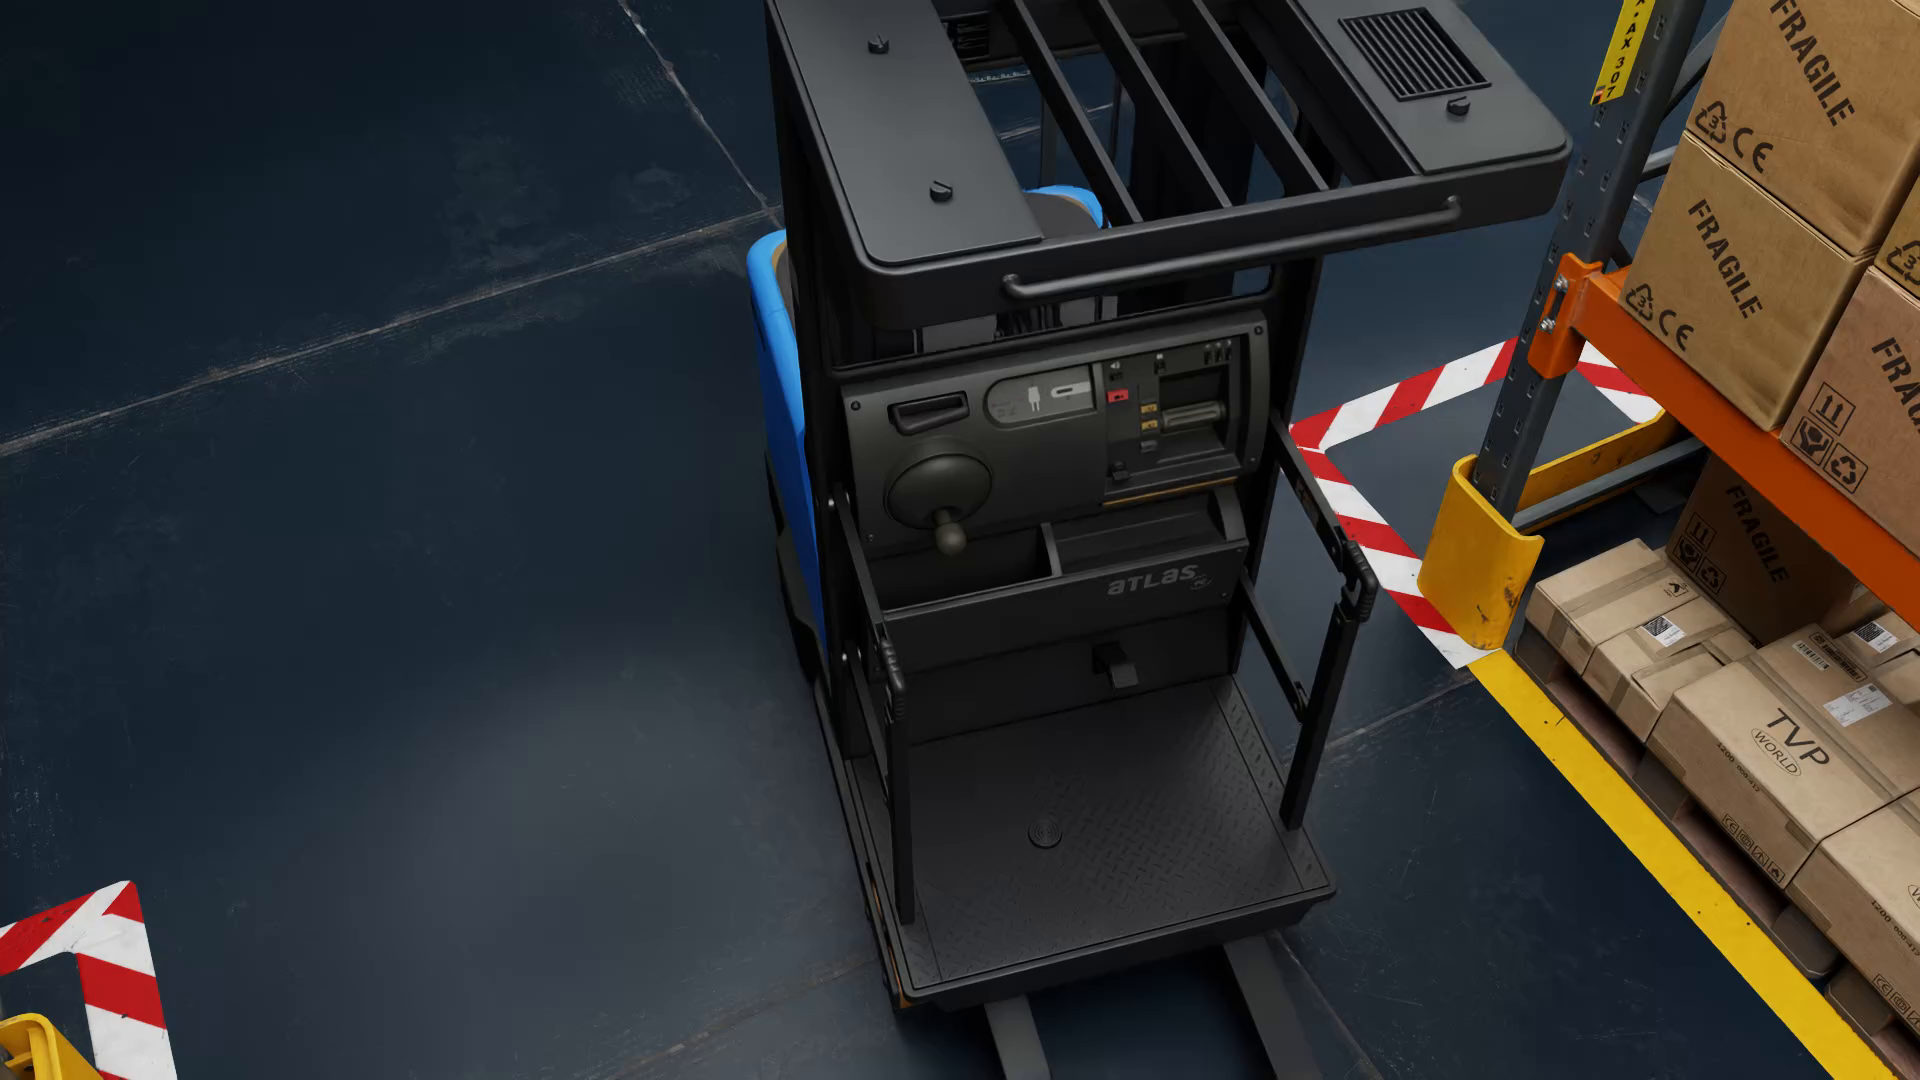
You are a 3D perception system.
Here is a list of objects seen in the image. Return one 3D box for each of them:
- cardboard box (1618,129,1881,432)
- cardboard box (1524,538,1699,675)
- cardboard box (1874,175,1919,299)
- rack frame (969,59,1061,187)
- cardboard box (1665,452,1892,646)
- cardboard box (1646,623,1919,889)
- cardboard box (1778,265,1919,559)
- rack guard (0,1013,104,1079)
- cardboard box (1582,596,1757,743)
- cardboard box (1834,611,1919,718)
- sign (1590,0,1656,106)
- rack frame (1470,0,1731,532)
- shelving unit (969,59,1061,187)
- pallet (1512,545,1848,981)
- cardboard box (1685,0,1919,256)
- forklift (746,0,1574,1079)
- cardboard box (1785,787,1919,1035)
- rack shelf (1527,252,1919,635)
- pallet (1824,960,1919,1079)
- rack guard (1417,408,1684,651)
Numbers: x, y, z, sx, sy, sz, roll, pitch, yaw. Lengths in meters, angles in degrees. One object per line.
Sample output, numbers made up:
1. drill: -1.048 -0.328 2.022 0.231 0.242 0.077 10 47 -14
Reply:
1. cardboard box: 1.919 -0.652 3.761 0.500 0.500 0.500 -20 52 -17
2. cardboard box: 1.836 0.185 4.697 0.380 0.149 0.250 -21 52 -18
3. cardboard box: 2.165 -0.634 3.081 0.500 0.500 0.500 -21 52 -17
4. rack frame: 0.026 -0.803 4.956 0.500 1.500 0.032 -12 50 -10
5. cardboard box: 2.418 -0.050 4.669 0.500 0.500 0.500 -21 52 -18
6. cardboard box: 2.176 0.550 4.311 0.500 0.250 0.500 -21 52 -18
7. cardboard box: 2.160 -0.309 3.461 0.500 0.500 0.500 -22 52 -18
8. rack guard: -2.464 1.509 3.598 1.175 0.500 0.348 -21 52 -18
9. cardboard box: 1.951 0.347 4.544 0.380 0.166 0.250 -21 52 -18
10. cardboard box: 2.523 0.362 4.531 0.380 0.166 0.250 -21 52 -18
11. sign: 1.468 -1.105 3.649 0.100 0.325 0.005 -21 52 -18
12. rack frame: 1.950 -1.007 4.138 1.000 3.000 0.127 -21 52 -18
13. shelving unit: -0.107 -1.172 5.279 0.538 1.500 1.048 -12 50 -10
14. pallet: 2.351 0.495 4.677 1.003 0.211 1.213 -21 52 -18
15. cardboard box: 1.919 -0.981 3.385 0.500 0.500 0.500 -20 52 -16
16. forklift: 0.276 -0.120 3.408 1.130 2.935 3.031 -12 50 -10
17. cardboard box: 2.405 0.884 4.018 0.500 0.250 0.500 -21 52 -18
18. rack shelf: 2.866 0.568 3.238 1.077 0.370 4.000 -21 52 -18
19. pallet: 2.905 1.311 3.964 1.003 0.211 1.213 -21 52 -18
20. rack guard: 1.985 -0.133 5.034 1.175 0.500 0.348 -21 52 -18
